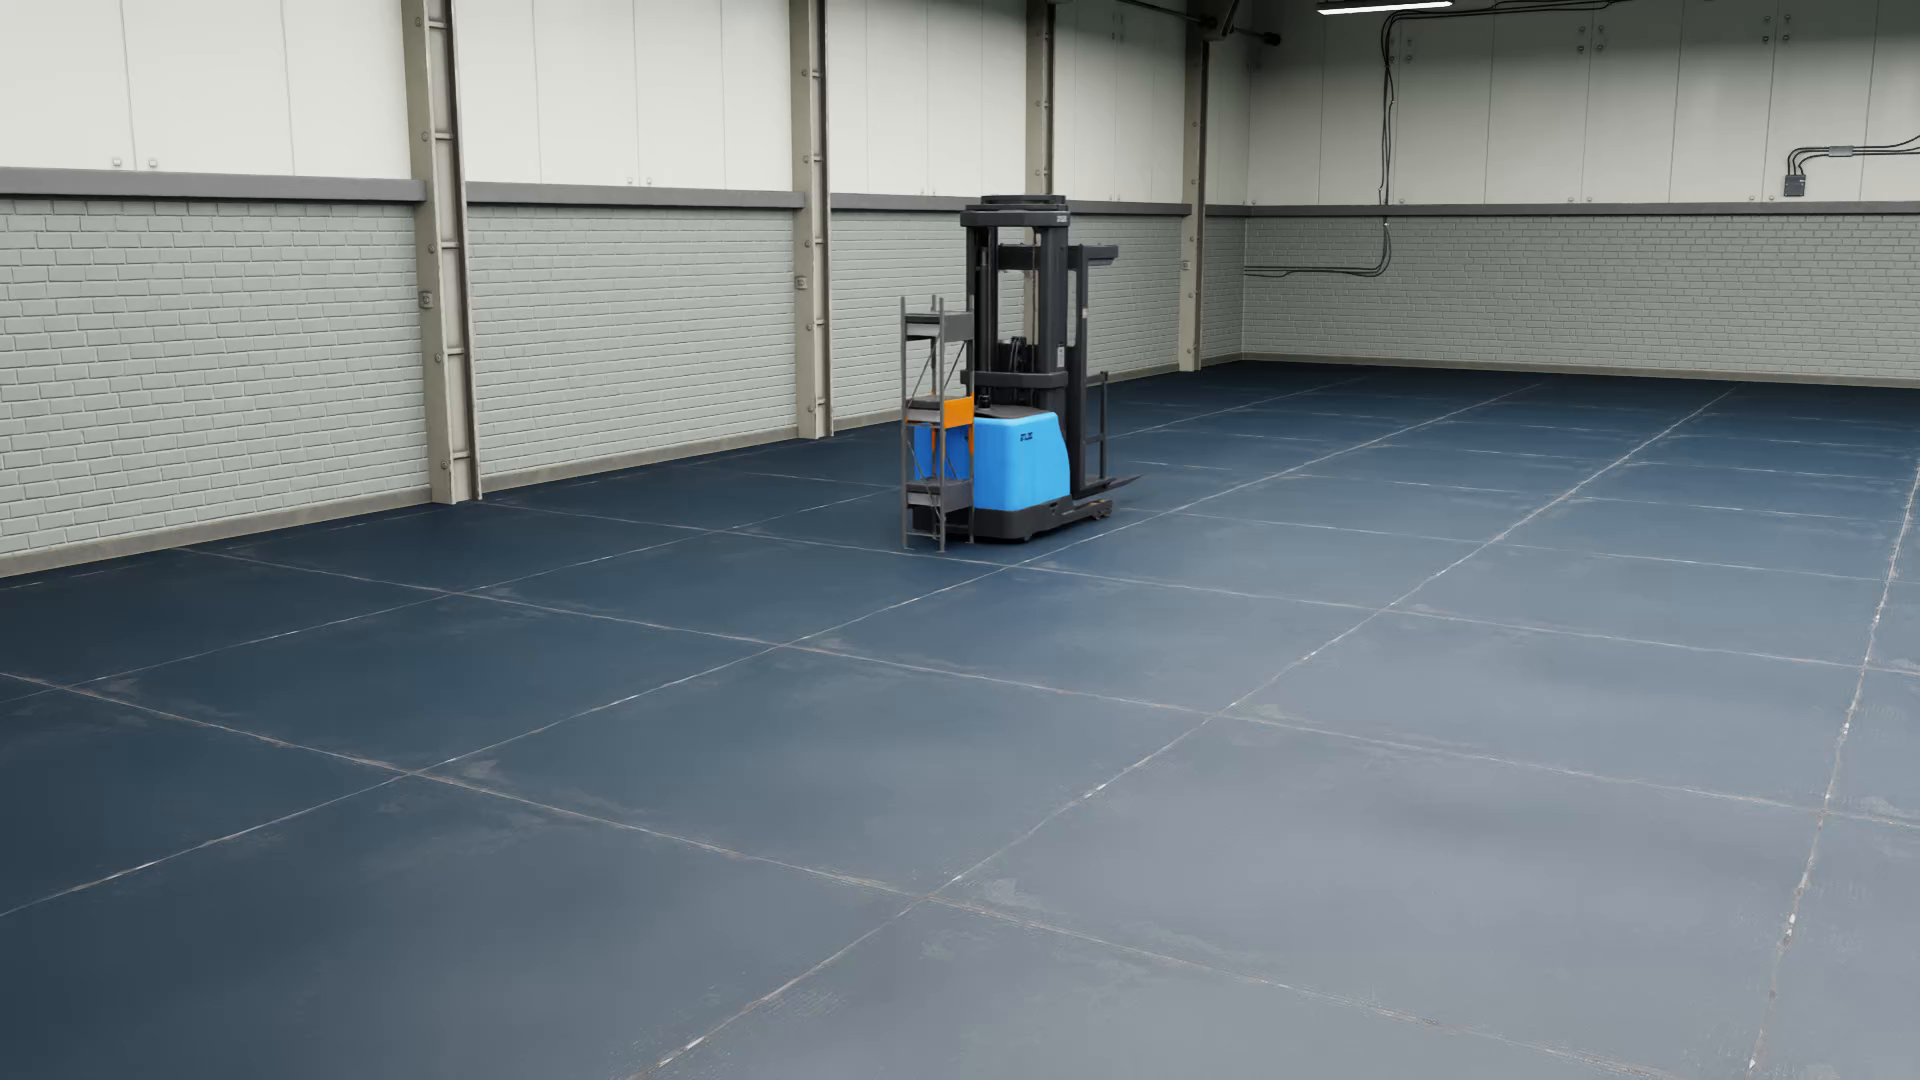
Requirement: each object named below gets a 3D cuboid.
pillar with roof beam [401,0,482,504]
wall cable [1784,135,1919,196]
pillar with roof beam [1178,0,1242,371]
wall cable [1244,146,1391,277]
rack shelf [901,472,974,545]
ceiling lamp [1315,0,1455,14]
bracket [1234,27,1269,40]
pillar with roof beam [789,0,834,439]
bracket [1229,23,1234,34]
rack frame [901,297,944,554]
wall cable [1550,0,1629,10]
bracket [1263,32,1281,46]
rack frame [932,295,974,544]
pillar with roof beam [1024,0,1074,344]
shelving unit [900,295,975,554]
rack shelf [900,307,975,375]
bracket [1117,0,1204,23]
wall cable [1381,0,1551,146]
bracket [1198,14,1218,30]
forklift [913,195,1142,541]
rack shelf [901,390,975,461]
[{"bbox_3d":[-1.308,-4.406,13.447,9.100,9.000,0.400,6,12,31],"label":"pillar with roof beam"},{"bbox_3d":[15.123,-8.747,27.394,2.305,6.003,0.169,6,12,31],"label":"wall cable"},{"bbox_3d":[8.037,-7.236,28.568,9.100,9.000,0.548,6,12,31],"label":"pillar with roof beam"},{"bbox_3d":[7.017,-6.458,32.851,3.097,2.526,0.112,6,12,31],"label":"wall cable"},{"bbox_3d":[-0.184,-0.273,14.002,0.431,0.518,0.480,6,12,30],"label":"rack shelf"},{"bbox_3d":[6.411,-9.455,24.558,2.000,3.185,0.800,6,12,31],"label":"ceiling lamp"},{"bbox_3d":[5.800,-9.728,32.096,0.076,0.066,3.189,6,12,31],"label":"bracket"},{"bbox_3d":[1.807,-5.349,18.487,9.100,9.000,0.400,6,12,31],"label":"pillar with roof beam"},{"bbox_3d":[4.876,-9.448,30.601,0.235,0.232,0.430,6,12,31],"label":"bracket"},{"bbox_3d":[-0.306,-0.936,13.663,0.400,2.100,0.015,6,12,30],"label":"rack frame"},{"bbox_3d":[11.974,-10.622,29.008,3.097,2.526,0.112,6,12,31],"label":"wall cable"},{"bbox_3d":[6.107,-9.821,32.592,0.235,0.232,0.430,6,12,31],"label":"bracket"},{"bbox_3d":[-0.061,-1.014,14.078,0.400,2.100,0.015,6,12,30],"label":"rack frame"},{"bbox_3d":[4.922,-6.293,23.528,9.100,9.000,0.548,6,12,31],"label":"pillar with roof beam"},{"bbox_3d":[-0.184,-0.975,13.870,0.431,2.100,0.503,6,12,30],"label":"shelving unit"},{"bbox_3d":[-0.184,-1.650,13.744,0.431,0.518,0.480,6,12,30],"label":"rack shelf"},{"bbox_3d":[3.108,-8.913,27.739,0.076,0.066,4.783,6,12,31],"label":"bracket"},{"bbox_3d":[9.329,-8.682,31.005,3.097,2.526,0.112,6,12,31],"label":"wall cable"},{"bbox_3d":[4.445,-9.318,29.904,0.235,0.232,0.430,6,12,31],"label":"bracket"},{"bbox_3d":[0.765,-1.660,15.268,1.130,2.935,3.031,6,12,30],"label":"forklift"},{"bbox_3d":[-0.184,-0.962,13.873,0.431,0.518,0.480,6,12,30],"label":"rack shelf"}]
